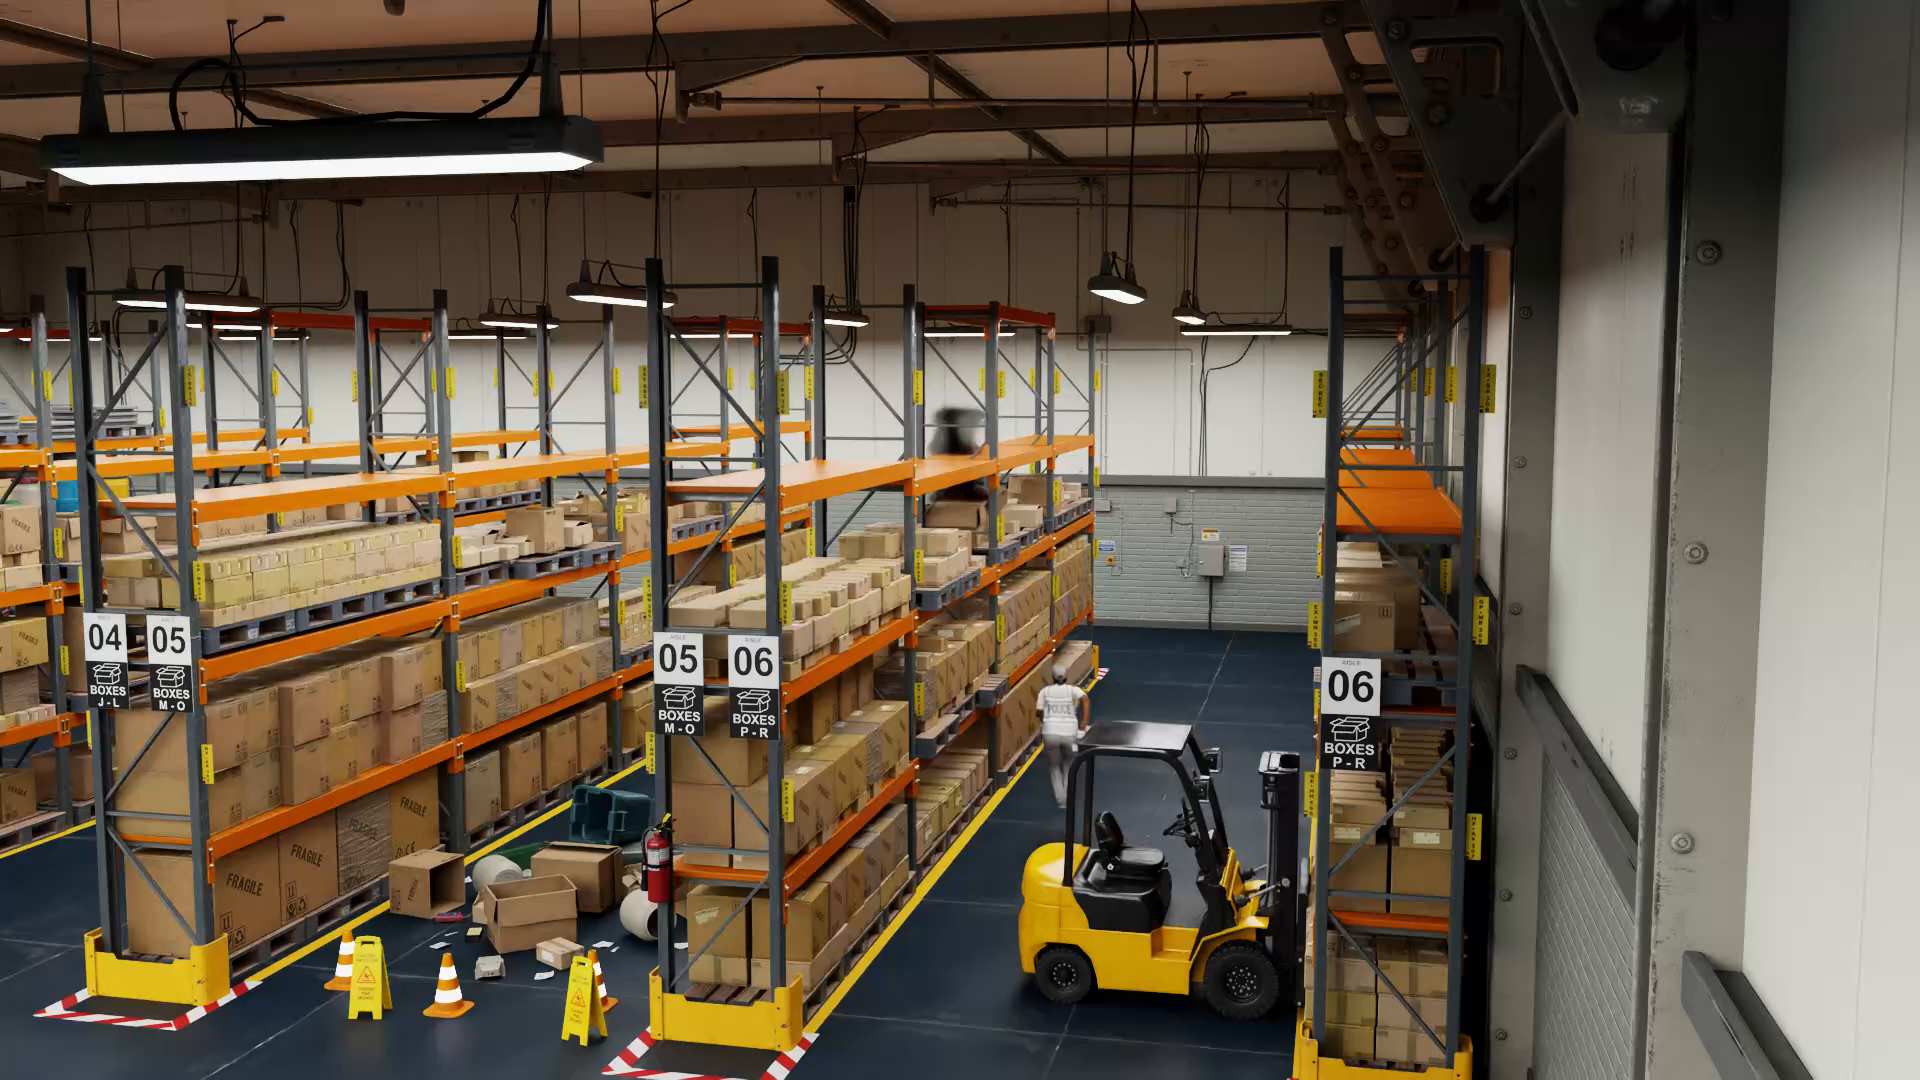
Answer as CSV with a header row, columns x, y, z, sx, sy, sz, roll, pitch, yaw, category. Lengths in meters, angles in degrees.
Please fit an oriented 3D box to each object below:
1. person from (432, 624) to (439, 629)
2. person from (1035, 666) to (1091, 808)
x,y,z,sx,sy,sz,roll,pitch,yaw,category
-7.330,1.960,23.789,0.696,1.606,0.856,-1,6,-13,person
1.157,2.241,18.834,0.597,1.595,0.795,0,6,-2,person
